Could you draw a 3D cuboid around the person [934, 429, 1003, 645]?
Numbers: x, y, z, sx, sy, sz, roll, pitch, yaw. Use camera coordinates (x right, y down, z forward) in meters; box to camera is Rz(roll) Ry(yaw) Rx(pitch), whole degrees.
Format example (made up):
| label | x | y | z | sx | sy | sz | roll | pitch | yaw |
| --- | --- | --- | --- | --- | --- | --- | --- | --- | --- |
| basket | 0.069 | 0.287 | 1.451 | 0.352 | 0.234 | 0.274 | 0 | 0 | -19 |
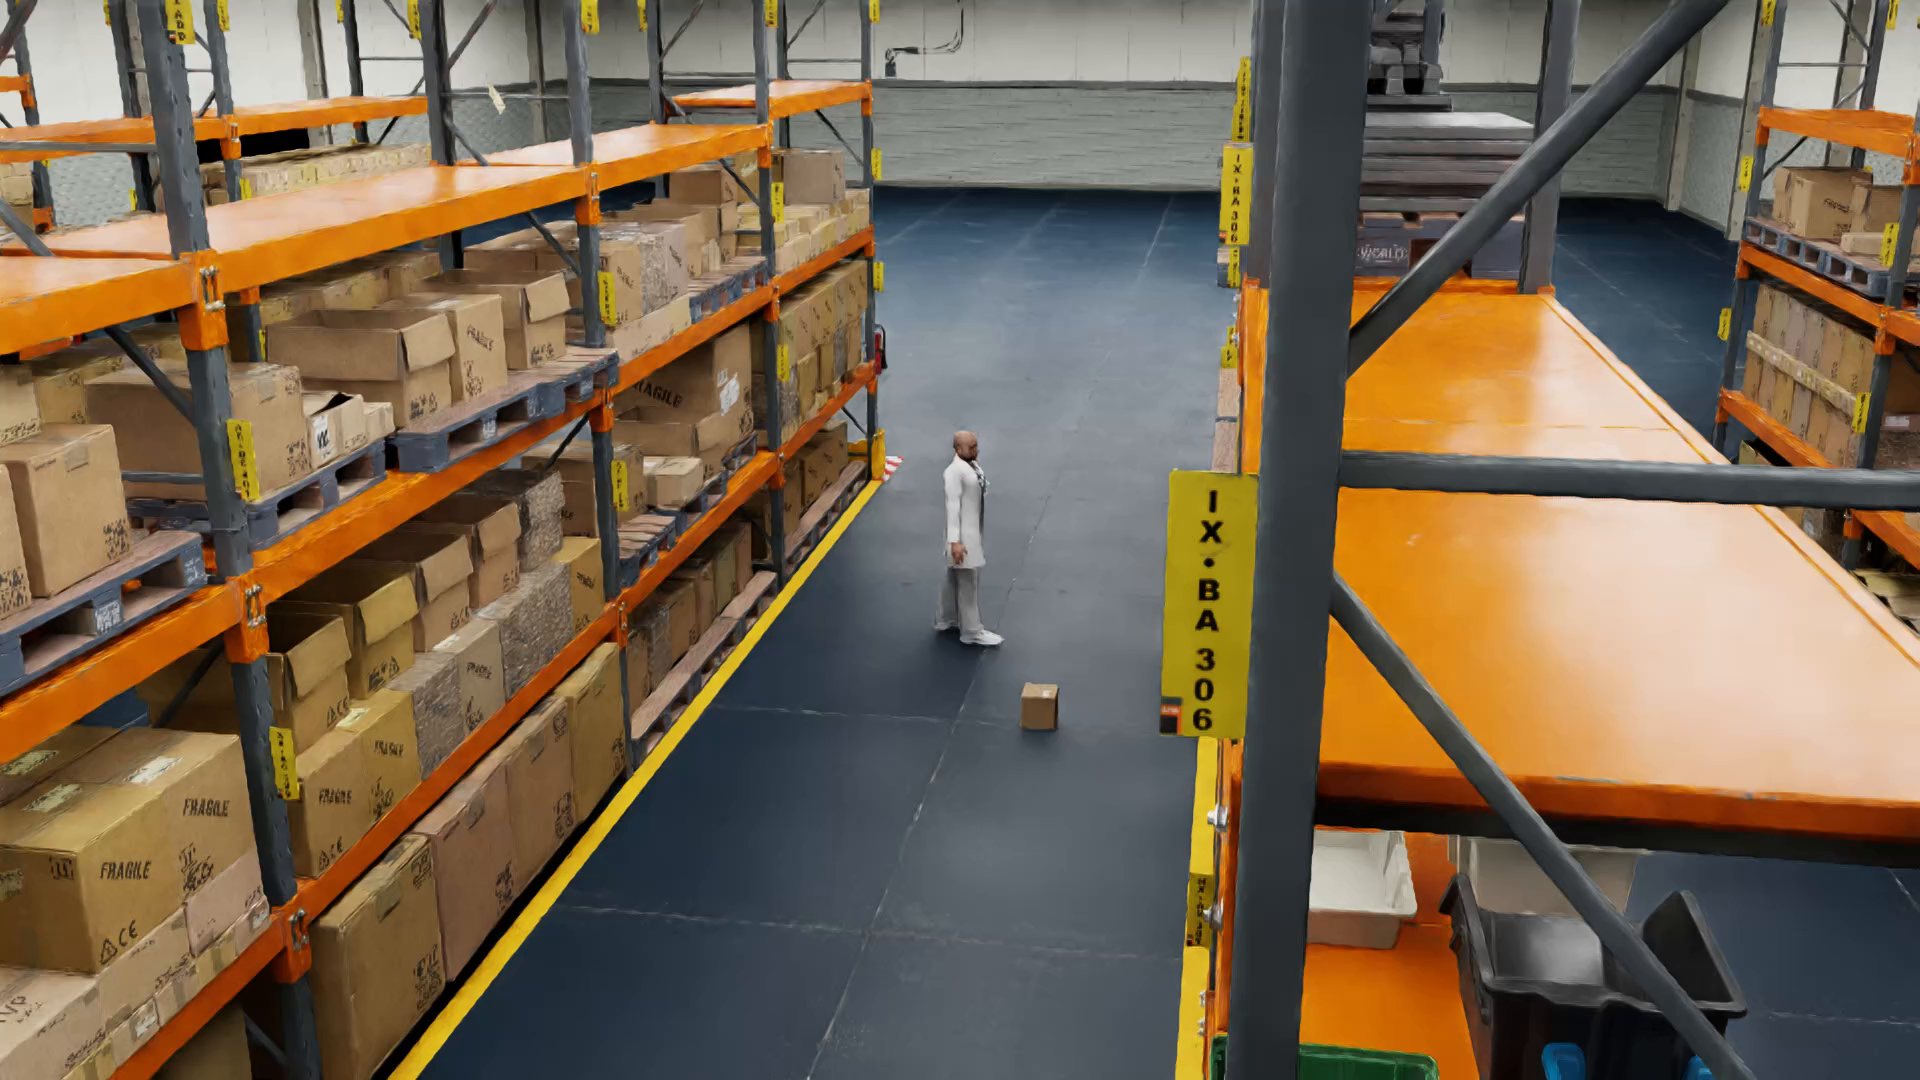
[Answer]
| label | x | y | z | sx | sy | sz | roll | pitch | yaw |
| --- | --- | --- | --- | --- | --- | --- | --- | --- | --- |
| person | 0.066 | -0.032 | 13.621 | 0.642 | 1.776 | 0.738 | 4 | 18 | 11 |
